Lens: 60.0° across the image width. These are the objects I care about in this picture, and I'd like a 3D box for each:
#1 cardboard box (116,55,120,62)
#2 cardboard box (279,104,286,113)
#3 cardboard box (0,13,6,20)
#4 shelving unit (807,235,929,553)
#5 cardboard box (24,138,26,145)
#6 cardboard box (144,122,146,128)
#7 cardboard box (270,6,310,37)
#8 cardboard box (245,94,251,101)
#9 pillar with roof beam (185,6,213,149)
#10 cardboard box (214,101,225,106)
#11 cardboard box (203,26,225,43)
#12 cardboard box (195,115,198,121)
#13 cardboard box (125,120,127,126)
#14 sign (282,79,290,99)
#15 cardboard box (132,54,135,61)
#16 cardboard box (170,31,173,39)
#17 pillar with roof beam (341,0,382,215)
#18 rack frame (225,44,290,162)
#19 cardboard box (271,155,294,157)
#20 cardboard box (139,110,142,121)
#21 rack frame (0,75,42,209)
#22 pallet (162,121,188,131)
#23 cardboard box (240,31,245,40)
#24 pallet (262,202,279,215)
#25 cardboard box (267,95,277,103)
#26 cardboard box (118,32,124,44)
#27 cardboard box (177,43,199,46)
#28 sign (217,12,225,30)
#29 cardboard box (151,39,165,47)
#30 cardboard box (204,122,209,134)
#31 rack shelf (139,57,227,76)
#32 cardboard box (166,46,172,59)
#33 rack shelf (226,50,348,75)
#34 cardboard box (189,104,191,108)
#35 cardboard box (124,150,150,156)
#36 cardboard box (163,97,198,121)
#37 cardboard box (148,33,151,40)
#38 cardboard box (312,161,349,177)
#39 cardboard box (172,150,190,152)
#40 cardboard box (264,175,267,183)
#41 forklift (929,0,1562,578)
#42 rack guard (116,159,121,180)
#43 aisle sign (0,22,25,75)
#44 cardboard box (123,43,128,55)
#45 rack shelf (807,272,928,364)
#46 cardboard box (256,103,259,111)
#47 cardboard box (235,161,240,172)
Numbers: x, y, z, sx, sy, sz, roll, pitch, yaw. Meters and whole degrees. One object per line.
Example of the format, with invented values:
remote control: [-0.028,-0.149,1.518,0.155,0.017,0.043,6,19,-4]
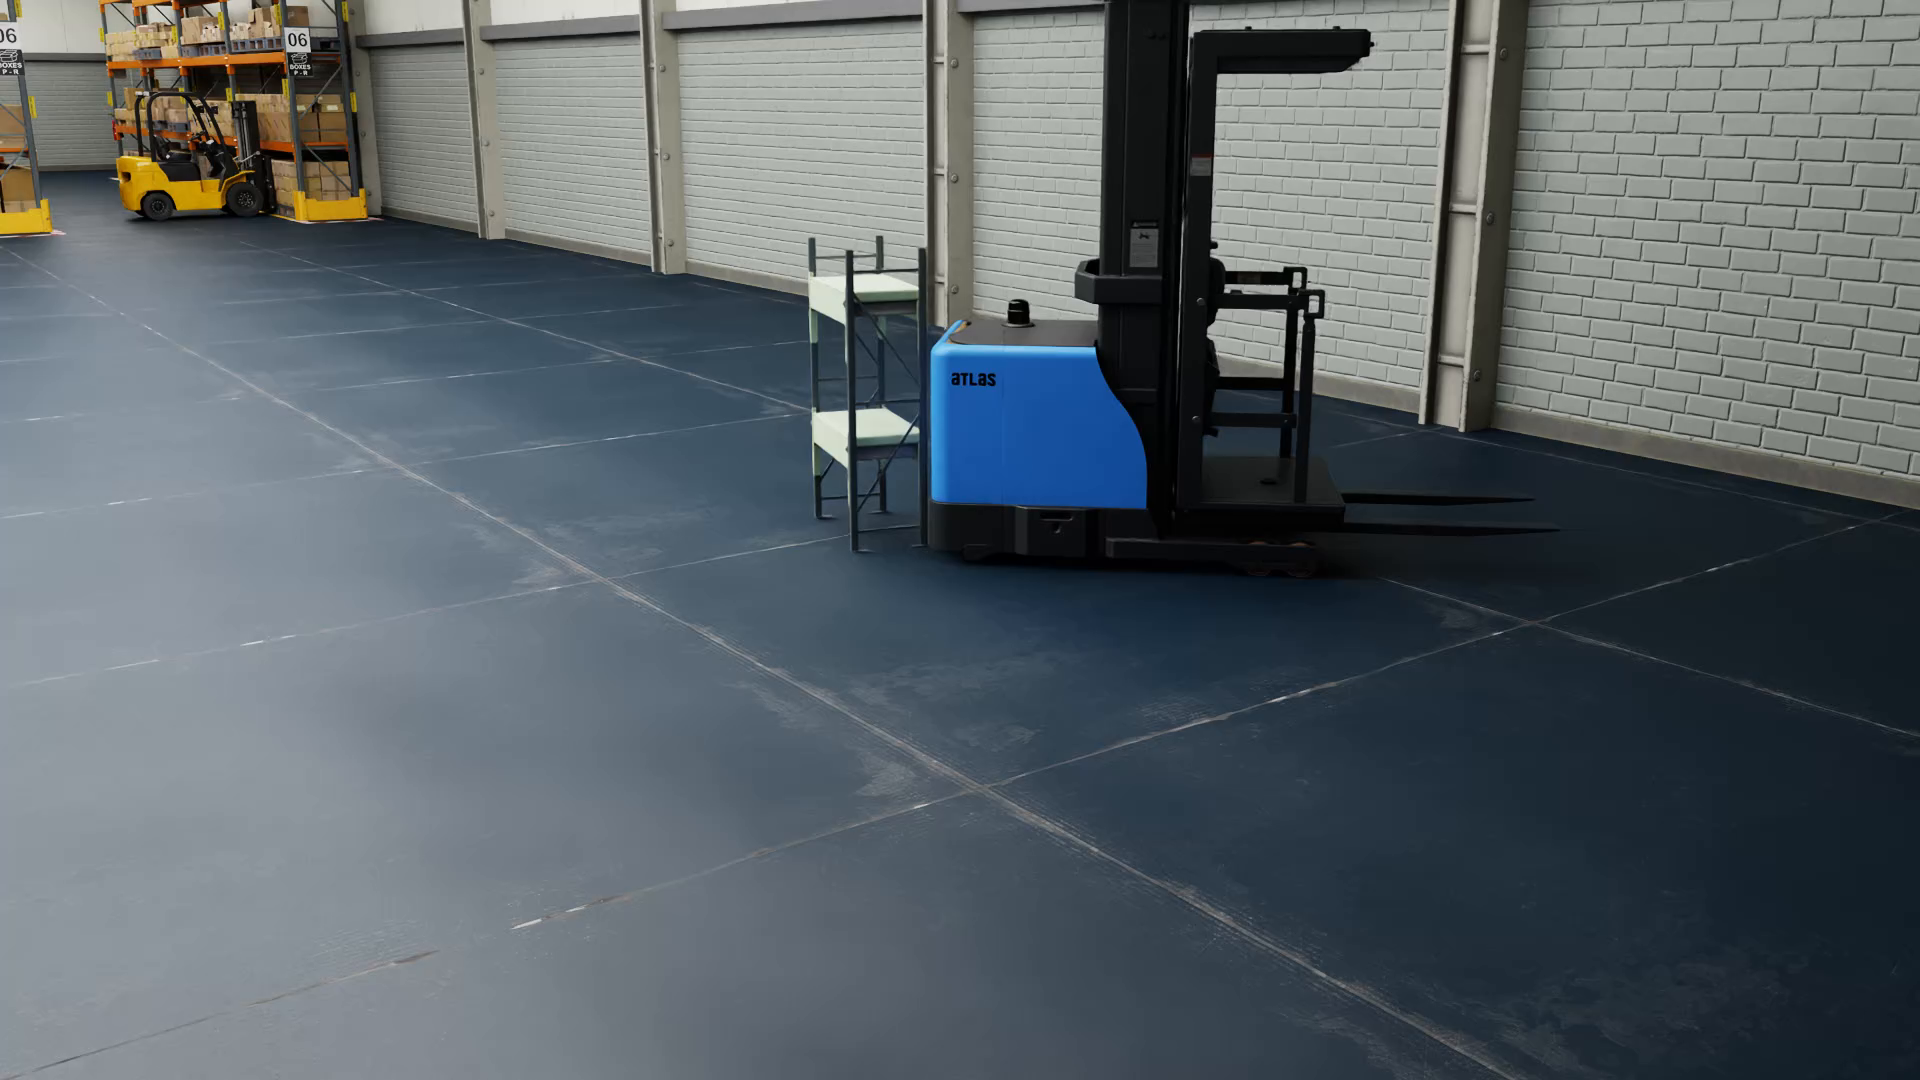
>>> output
cardboard box: [-19.885,-11.482,39.638,0.380,0.149,0.250,-11,19,-35]
cardboard box: [-11.617,-7.519,28.947,0.380,0.149,0.250,-11,18,-34]
cardboard box: [-15.069,-8.124,25.858,0.380,0.149,0.250,-11,19,-35]
shelving unit: [-0.476,-0.768,8.541,0.431,1.500,0.755,-5,16,-18]
cardboard box: [-15.420,-6.472,27.015,0.380,0.149,0.250,-11,19,-34]
cardboard box: [-18.630,-9.599,38.443,0.380,0.149,0.250,-10,18,-33]
cardboard box: [-11.470,-8.880,28.481,0.500,0.500,0.500,-10,18,-33]
cardboard box: [-12.964,-8.156,30.711,0.380,0.149,0.250,-10,18,-33]
pillar with roof beam: [-21.230,-12.153,35.934,9.100,9.000,0.400,-11,19,-35]
cardboard box: [-14.520,-8.599,32.894,0.380,0.149,0.250,-11,19,-34]
cardboard box: [-14.438,-9.866,32.444,0.500,0.311,0.500,-12,19,-36]
cardboard box: [-15.359,-8.714,34.070,0.500,0.250,0.500,-10,18,-33]
cardboard box: [-19.980,-10.098,40.266,0.380,0.149,0.250,-10,18,-33]
sign: [-11.459,-7.669,28.270,0.100,0.325,0.005,-11,19,-35]
cardboard box: [-18.810,-11.107,38.271,0.380,0.149,0.250,-10,18,-33]
cardboard box: [-16.424,-10.645,35.069,0.380,0.149,0.250,-12,19,-36]
pillar with roof beam: [-14.175,-9.591,26.572,9.100,9.000,0.400,-11,19,-35]
rack frame: [-13.364,-7.931,31.872,1.000,3.000,0.127,-11,19,-35]
cardboard box: [-12.918,-7.215,31.773,0.500,0.250,0.500,-10,18,-33]
cardboard box: [-18.871,-9.886,38.735,0.500,0.250,0.500,-11,19,-34]
rack frame: [-15.025,-6.306,25.933,1.000,3.000,0.127,-11,19,-35]
pallet: [-16.863,-9.107,36.533,1.003,0.211,1.213,-11,19,-35]
cardboard box: [-12.894,-9.201,30.319,0.380,0.149,0.250,-10,18,-33]
pallet: [-12.209,-6.149,30.643,1.003,0.211,1.213,-11,19,-35]
cardboard box: [-12.068,-7.828,29.513,0.380,0.149,0.250,-10,18,-33]
cardboard box: [-19.464,-11.795,39.081,0.500,0.250,0.500,-10,18,-33]
cardboard box: [-16.119,-10.390,34.704,0.380,0.149,0.250,-10,18,-33]
sign: [-13.797,-9.693,31.051,0.100,0.325,0.005,-11,19,-35]
cardboard box: [-17.289,-10.766,36.039,0.380,0.149,0.250,-10,18,-33]
cardboard box: [-15.052,-8.363,33.735,0.500,0.250,0.500,-12,19,-36]
rack shelf: [-16.892,-10.312,36.252,1.077,0.370,4.000,-11,19,-35]
cardboard box: [-16.510,-10.339,35.271,0.500,0.250,0.500,-11,19,-34]
rack shelf: [-12.188,-8.604,30.011,1.077,0.370,4.000,-11,19,-35]
cardboard box: [-15.767,-9.033,34.478,0.380,0.149,0.250,-10,18,-33]
cardboard box: [-20.137,-9.347,40.977,0.797,0.503,0.637,-12,19,-37]
cardboard box: [-16.825,-9.358,36.092,0.797,0.503,0.637,-11,19,-36]
cardboard box: [-17.434,-10.963,36.195,0.380,0.149,0.250,-11,19,-34]
cardboard box: [-11.142,-6.568,29.409,0.500,0.250,0.500,-11,19,-35]
cardboard box: [-17.254,-8.562,36.888,0.380,0.149,0.250,-10,18,-33]
cardboard box: [-12.449,-6.573,30.376,0.500,0.250,0.500,-11,19,-35]
forklift: [1.401,-1.383,8.076,3.031,2.935,1.130,2,15,7]
rack guard: [-20.375,-9.272,41.505,1.175,0.500,0.348,-11,19,-35]
aisle sign: [-14.738,-7.595,25.718,0.394,0.787,0.004,-11,19,-35]
cardboard box: [-19.160,-11.442,38.738,0.500,0.250,0.500,-10,18,-33]
rack shelf: [-0.476,-1.144,8.438,0.431,0.370,0.720,-5,16,-18]
cardboard box: [-12.660,-7.906,30.360,0.380,0.149,0.250,-12,19,-36]
cardboard box: [-13.680,-7.098,32.531,0.875,0.625,0.625,-10,18,-32]
